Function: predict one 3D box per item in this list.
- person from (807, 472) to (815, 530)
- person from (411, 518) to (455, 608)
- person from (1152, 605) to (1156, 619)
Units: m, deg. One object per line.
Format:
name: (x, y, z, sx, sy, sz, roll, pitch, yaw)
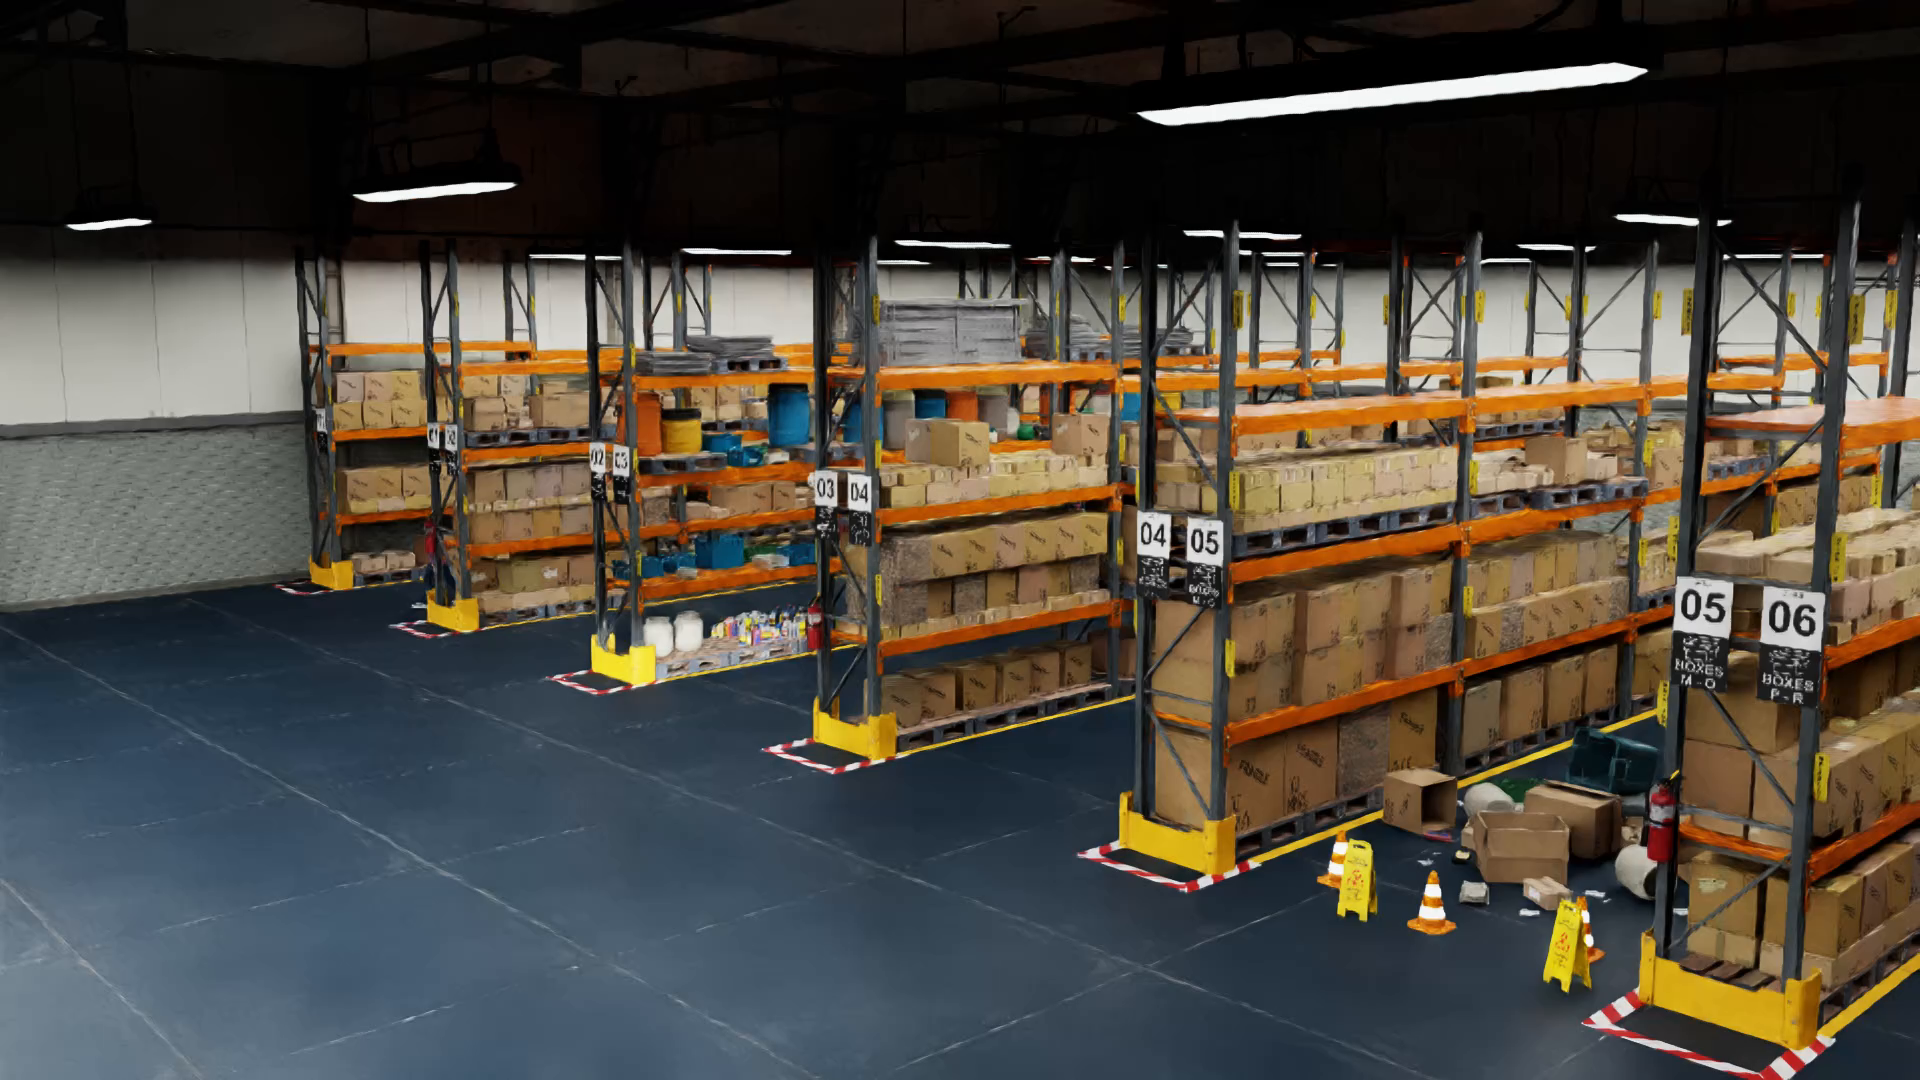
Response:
person: (-3.027, -0.852, 35.324, 0.441, 1.680, 0.533, 4, 9, 27)
person: (-8.680, 0.349, 27.659, 0.947, 1.539, 0.432, -8, 11, -43)
person: (2.837, 0.664, 24.651, 0.673, 1.773, 0.644, -3, 9, -18)
